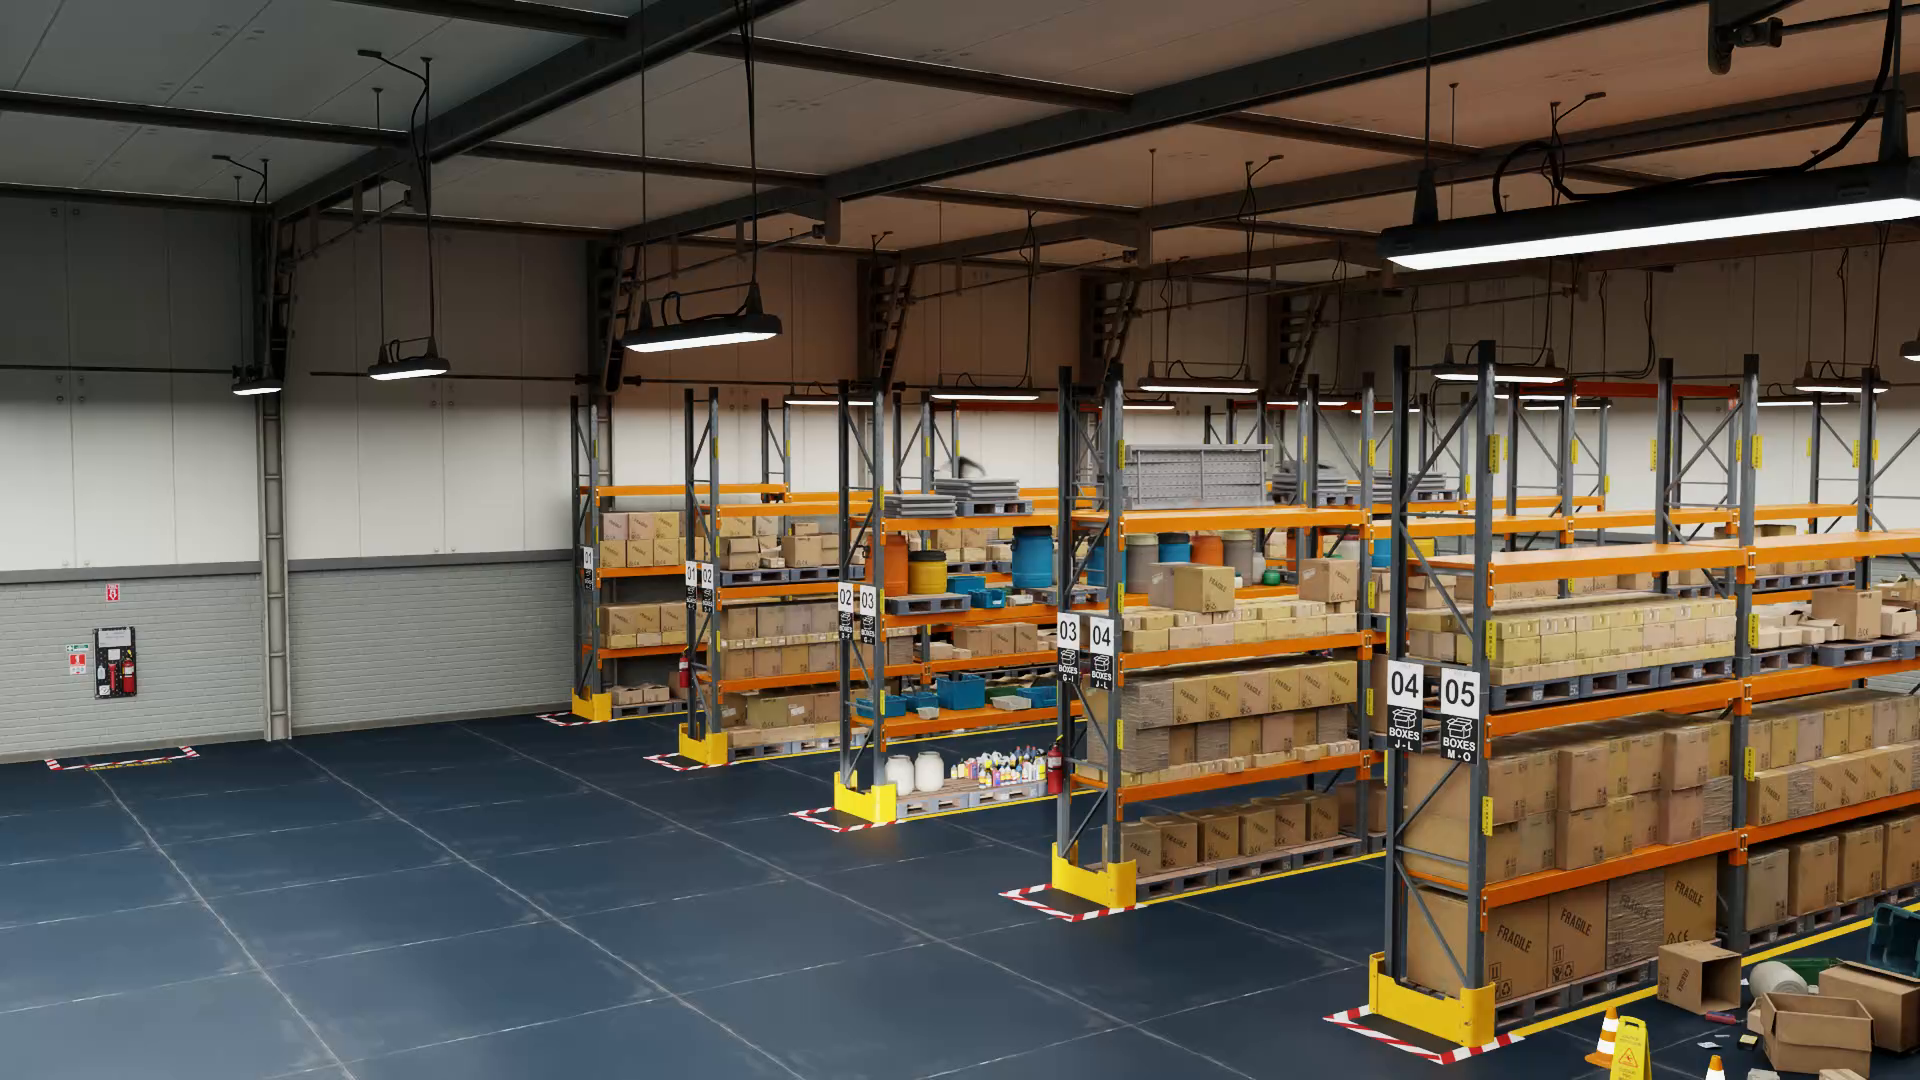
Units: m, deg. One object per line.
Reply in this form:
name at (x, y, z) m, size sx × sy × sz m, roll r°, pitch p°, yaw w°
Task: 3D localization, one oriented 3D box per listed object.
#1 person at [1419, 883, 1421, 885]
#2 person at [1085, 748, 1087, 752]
person at (5.226, 3.374, 17.314) m, size 1.109 × 1.502 × 0.704 m, roll -1°, pitch 4°, yaw -23°
person at (2.488, 2.673, 26.995) m, size 0.921 × 1.661 × 0.642 m, roll 1°, pitch 3°, yaw 9°
